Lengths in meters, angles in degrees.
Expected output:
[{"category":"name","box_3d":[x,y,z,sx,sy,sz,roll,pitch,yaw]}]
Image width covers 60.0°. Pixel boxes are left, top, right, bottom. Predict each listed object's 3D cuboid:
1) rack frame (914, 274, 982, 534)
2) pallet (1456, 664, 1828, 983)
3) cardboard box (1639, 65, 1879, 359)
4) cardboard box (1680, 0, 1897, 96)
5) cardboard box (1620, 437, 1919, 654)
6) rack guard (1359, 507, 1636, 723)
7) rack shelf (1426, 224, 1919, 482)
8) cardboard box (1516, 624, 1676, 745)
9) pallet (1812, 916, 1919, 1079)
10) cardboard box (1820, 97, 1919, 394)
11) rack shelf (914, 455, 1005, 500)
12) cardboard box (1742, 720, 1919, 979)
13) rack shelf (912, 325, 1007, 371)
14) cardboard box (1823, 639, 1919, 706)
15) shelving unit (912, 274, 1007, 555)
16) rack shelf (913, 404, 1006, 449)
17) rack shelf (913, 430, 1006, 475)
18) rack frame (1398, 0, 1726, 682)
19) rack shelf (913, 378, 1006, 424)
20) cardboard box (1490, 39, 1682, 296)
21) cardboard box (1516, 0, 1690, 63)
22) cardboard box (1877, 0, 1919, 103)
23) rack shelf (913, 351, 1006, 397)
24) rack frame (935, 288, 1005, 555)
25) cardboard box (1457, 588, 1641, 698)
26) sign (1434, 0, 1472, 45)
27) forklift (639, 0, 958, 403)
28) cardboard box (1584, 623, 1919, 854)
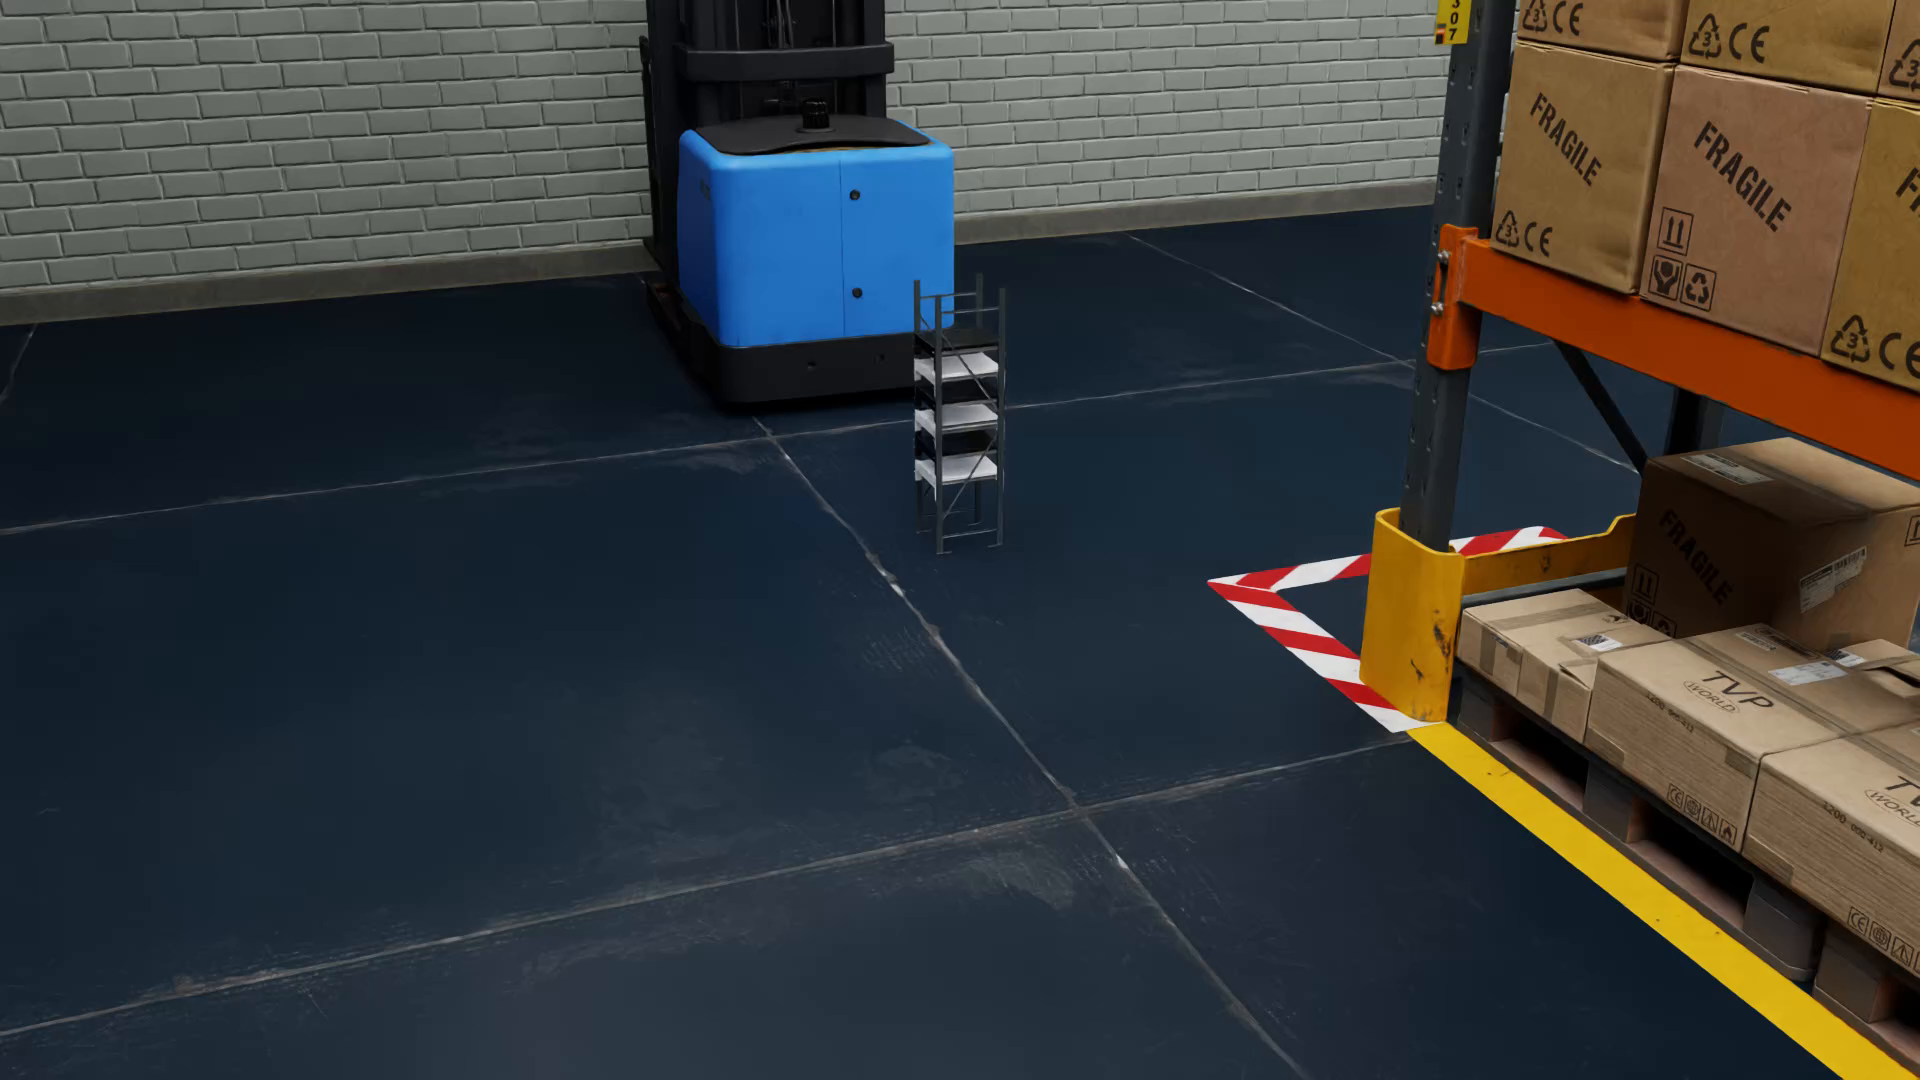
[{"category":"rack frame","box_3d":[-0.039,-0.455,5.670,0.240,0.900,0.006,-8,24,-19]},{"category":"pallet","box_3d":[2.024,0.558,4.154,1.003,0.211,1.213,-8,24,-19]},{"category":"cardboard box","box_3d":[1.812,-0.706,3.434,0.500,0.500,0.500,-9,24,-20]},{"category":"cardboard box","box_3d":[1.817,-1.164,3.235,0.500,0.500,0.500,-8,24,-18]},{"category":"cardboard box","box_3d":[2.137,0.069,4.376,0.500,0.500,0.500,-8,24,-19]},{"category":"rack guard","box_3d":[1.742,0.136,4.785,1.175,0.500,0.348,-8,24,-19]},{"category":"rack shelf","box_3d":[2.421,0.014,2.780,1.077,0.370,4.000,-8,24,-19]},{"category":"cardboard box","box_3d":[1.630,0.349,4.141,0.380,0.166,0.250,-8,24,-19]},{"category":"pallet","box_3d":[2.452,1.001,3.104,1.003,0.211,1.213,-8,24,-19]},{"category":"cardboard box","box_3d":[1.987,-0.523,3.000,0.500,0.500,0.500,-8,24,-19]},{"category":"rack shelf","box_3d":[-0.003,-0.221,5.665,0.258,0.077,0.200,-8,24,-19]},{"category":"cardboard box","box_3d":[1.995,0.620,3.390,0.500,0.250,0.500,-8,24,-19]},{"category":"rack shelf","box_3d":[-0.003,-0.636,5.490,0.258,0.077,0.200,-8,24,-19]},{"category":"cardboard box","box_3d":[2.196,0.382,4.063,0.380,0.166,0.250,-8,24,-19]},{"category":"shelving unit","box_3d":[-0.003,-0.418,5.582,0.258,0.900,0.210,-8,24,-19]},{"category":"rack shelf","box_3d":[-0.003,-0.387,5.595,0.258,0.077,0.200,-8,24,-19]},{"category":"rack shelf","box_3d":[-0.003,-0.304,5.630,0.258,0.077,0.200,-8,24,-19]},{"category":"rack frame","box_3d":[1.715,-1.044,4.365,1.000,3.000,0.127,-8,24,-19]},{"category":"rack shelf","box_3d":[-0.003,-0.470,5.560,0.258,0.077,0.200,-8,24,-19]},{"category":"cardboard box","box_3d":[1.625,-0.893,3.877,0.500,0.500,0.500,-8,24,-18]},{"category":"cardboard box","box_3d":[1.625,-1.353,3.683,0.500,0.500,0.500,-8,24,-17]},{"category":"cardboard box","box_3d":[1.989,-0.982,2.802,0.500,0.500,0.500,-8,24,-18]},{"category":"rack shelf","box_3d":[-0.003,-0.553,5.525,0.258,0.077,0.200,-8,24,-19]},{"category":"rack frame","box_3d":[0.033,-0.381,5.495,0.240,0.900,0.006,-8,24,-19]},{"category":"cardboard box","box_3d":[1.541,0.266,4.360,0.380,0.149,0.250,-8,24,-19]},{"category":"sign","box_3d":[1.207,-1.368,4.020,0.100,0.325,0.005,-8,24,-19]},{"category":"forklift","box_3d":[-0.959,-2.463,7.821,1.130,2.935,3.031,-7,24,-17]},{"category":"cardboard box","box_3d":[1.818,0.439,3.821,0.500,0.250,0.500,-8,24,-19]}]
